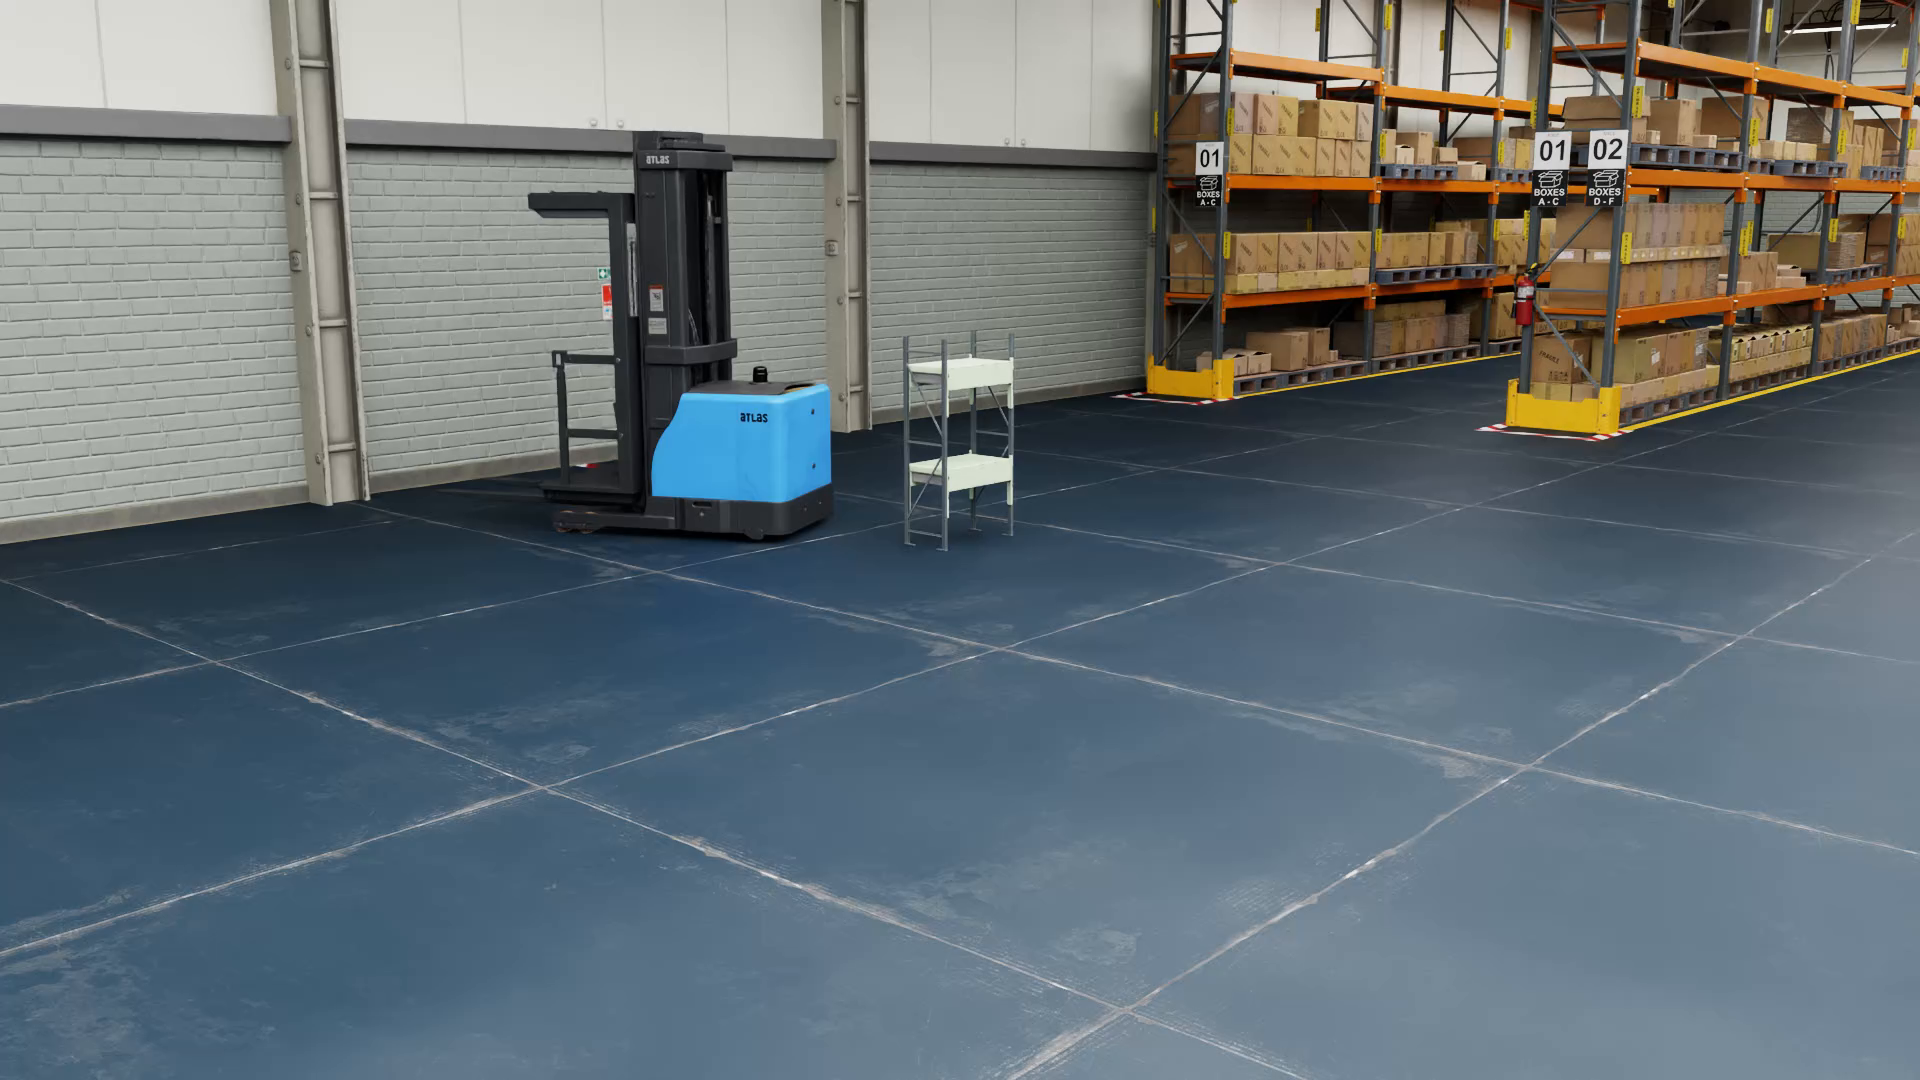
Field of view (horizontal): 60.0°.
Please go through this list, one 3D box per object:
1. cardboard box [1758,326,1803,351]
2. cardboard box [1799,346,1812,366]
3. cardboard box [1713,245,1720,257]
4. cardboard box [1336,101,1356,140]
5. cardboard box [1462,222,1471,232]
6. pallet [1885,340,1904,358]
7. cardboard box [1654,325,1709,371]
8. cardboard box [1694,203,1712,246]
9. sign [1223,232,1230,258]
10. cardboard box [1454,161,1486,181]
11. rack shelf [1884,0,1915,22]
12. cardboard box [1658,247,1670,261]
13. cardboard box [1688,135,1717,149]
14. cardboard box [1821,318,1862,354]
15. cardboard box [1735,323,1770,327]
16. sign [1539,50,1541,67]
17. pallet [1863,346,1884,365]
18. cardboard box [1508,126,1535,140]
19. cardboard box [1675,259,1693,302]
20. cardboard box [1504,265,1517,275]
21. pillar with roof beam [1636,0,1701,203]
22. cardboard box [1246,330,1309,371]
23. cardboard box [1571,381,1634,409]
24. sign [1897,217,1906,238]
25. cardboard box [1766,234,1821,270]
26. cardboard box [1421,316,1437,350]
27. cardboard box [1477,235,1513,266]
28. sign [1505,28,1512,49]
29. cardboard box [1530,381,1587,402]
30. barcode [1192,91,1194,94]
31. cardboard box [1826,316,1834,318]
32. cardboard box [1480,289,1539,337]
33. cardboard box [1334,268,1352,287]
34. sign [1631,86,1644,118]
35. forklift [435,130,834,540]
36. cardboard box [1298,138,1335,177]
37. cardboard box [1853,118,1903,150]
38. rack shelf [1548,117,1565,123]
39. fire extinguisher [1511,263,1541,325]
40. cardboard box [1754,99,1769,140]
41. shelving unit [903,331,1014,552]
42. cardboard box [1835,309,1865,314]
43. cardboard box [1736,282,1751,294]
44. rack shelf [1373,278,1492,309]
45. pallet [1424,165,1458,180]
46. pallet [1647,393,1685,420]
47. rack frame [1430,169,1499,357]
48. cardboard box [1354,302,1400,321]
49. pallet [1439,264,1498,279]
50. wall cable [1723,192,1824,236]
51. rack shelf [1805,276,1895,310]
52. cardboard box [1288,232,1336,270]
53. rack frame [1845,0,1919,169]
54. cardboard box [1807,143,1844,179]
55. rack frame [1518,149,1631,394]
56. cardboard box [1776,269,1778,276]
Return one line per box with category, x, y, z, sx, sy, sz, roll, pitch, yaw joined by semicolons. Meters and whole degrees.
cardboard box;11.445;-2.833;23.254;0.500;0.311;0.500;9;15;39
cardboard box;11.780;-2.635;23.696;0.500;0.250;0.500;10;15;42
cardboard box;9.121;-3.562;20.473;0.380;0.149;0.250;9;15;39
cardboard box;5.098;-5.767;22.909;0.500;0.500;0.500;11;16;43
cardboard box;8.016;-5.055;26.827;0.380;0.149;0.250;7;14;33
pallet;15.039;-3.209;27.738;1.003;0.211;1.213;10;15;40
cardboard box;8.823;-2.355;20.377;0.500;0.500;0.500;10;15;40
cardboard box;8.683;-3.843;20.226;0.700;0.500;0.500;10;15;40
sign;3.348;-3.704;20.888;0.100;0.325;0.005;10;15;40
cardboard box;7.948;-5.823;26.225;0.500;0.311;0.500;10;15;40
rack shelf;15.905;-8.988;27.590;1.077;0.370;4.000;10;15;40
cardboard box;7.933;-3.297;19.146;0.380;0.149;0.250;10;15;40
cardboard box;8.713;-4.708;19.677;0.380;0.149;0.250;10;15;40
cardboard box;13.476;-3.135;25.508;0.500;0.500;0.500;9;14;38
cardboard box;11.378;-2.980;23.990;0.500;0.311;0.500;10;15;42
sign;10.461;-8.668;29.846;0.100;0.325;0.005;10;15;40
pallet;14.076;-2.983;26.609;1.003;0.211;1.213;10;15;40
cardboard box;9.829;-7.023;28.763;0.500;0.250;0.500;9;15;39
cardboard box;8.338;-3.129;19.966;0.700;0.500;0.500;10;15;41
cardboard box;9.024;-4.496;27.653;0.380;0.149;0.250;10;15;42
pillar with roof beam;17.868;-8.598;32.284;9.100;9.000;0.548;10;15;40
cardboard box;4.362;-2.615;22.905;0.700;0.500;0.500;9;14;37
cardboard box;7.185;-1.617;18.599;0.500;0.250;0.500;10;15;40
sign;15.004;-4.972;26.489;0.100;0.325;0.005;10;15;40
cardboard box;12.275;-4.249;24.499;0.700;0.500;0.500;4;12;21
cardboard box;7.051;-3.266;26.166;0.700;0.500;0.500;10;15;40
cardboard box;8.734;-4.770;27.368;0.500;0.500;0.500;10;15;42
sign;8.635;-7.897;26.186;0.100;0.325;0.005;10;15;40
cardboard box;6.796;-1.684;18.934;0.500;0.250;0.500;10;15;40
barcode;3.033;-5.823;21.710;0.001;0.075;0.075;10;15;40
cardboard box;13.403;-3.273;26.199;0.500;0.500;0.500;10;15;41
cardboard box;9.388;-3.898;28.484;0.750;0.750;0.750;10;15;40
cardboard box;5.160;-3.693;23.376;0.500;0.250;0.500;10;15;41
sign;7.077;-4.576;17.369;0.100;0.325;0.005;10;15;40
forklift;-2.556;-1.578;12.629;3.031;2.935;1.130;3;12;16
cardboard box;4.752;-5.203;22.636;0.500;0.500;0.500;9;14;38
cardboard box;14.877;-6.562;26.941;0.700;0.500;0.500;10;15;40
rack shelf;12.182;-7.802;31.159;1.077;0.370;4.000;10;15;40
fire extinguisher;6.237;-2.715;18.341;0.296;0.674;0.183;10;15;40
cardboard box;10.099;-5.442;21.536;0.500;0.500;0.500;-10;15;-42
shelving unit;-0.004;-0.734;12.059;0.431;1.500;0.755;10;15;40
cardboard box;14.748;-3.586;27.764;0.500;0.500;0.500;10;15;40
cardboard box;10.042;-3.279;21.611;0.380;0.149;0.250;10;15;40
rack shelf;6.901;-3.880;25.814;1.077;0.370;4.000;10;15;40
pallet;6.750;-5.547;25.147;1.213;0.211;1.003;10;15;40
pallet;7.942;-1.639;19.878;1.003;0.211;1.213;10;15;40
rack frame;8.221;-4.527;27.217;1.000;3.000;0.127;10;15;40
cardboard box;6.342;-3.472;25.278;0.500;0.250;0.500;9;15;39
pallet;7.830;-4.314;26.642;1.213;0.211;1.003;10;15;40
wall cable;17.504;-7.909;36.761;3.097;2.526;0.112;10;15;40
rack shelf;13.265;-3.828;25.557;1.077;0.370;4.000;10;15;40
cardboard box;4.835;-3.986;22.926;0.500;0.500;0.500;9;15;39
rack frame;14.585;-7.417;26.372;1.000;3.000;0.127;10;15;40
cardboard box;12.207;-5.475;24.052;0.910;0.500;0.500;10;15;40
rack frame;6.664;-2.710;18.120;1.000;3.000;0.127;10;15;40
cardboard box;11.209;-3.737;23.488;0.500;0.311;0.500;10;15;40
